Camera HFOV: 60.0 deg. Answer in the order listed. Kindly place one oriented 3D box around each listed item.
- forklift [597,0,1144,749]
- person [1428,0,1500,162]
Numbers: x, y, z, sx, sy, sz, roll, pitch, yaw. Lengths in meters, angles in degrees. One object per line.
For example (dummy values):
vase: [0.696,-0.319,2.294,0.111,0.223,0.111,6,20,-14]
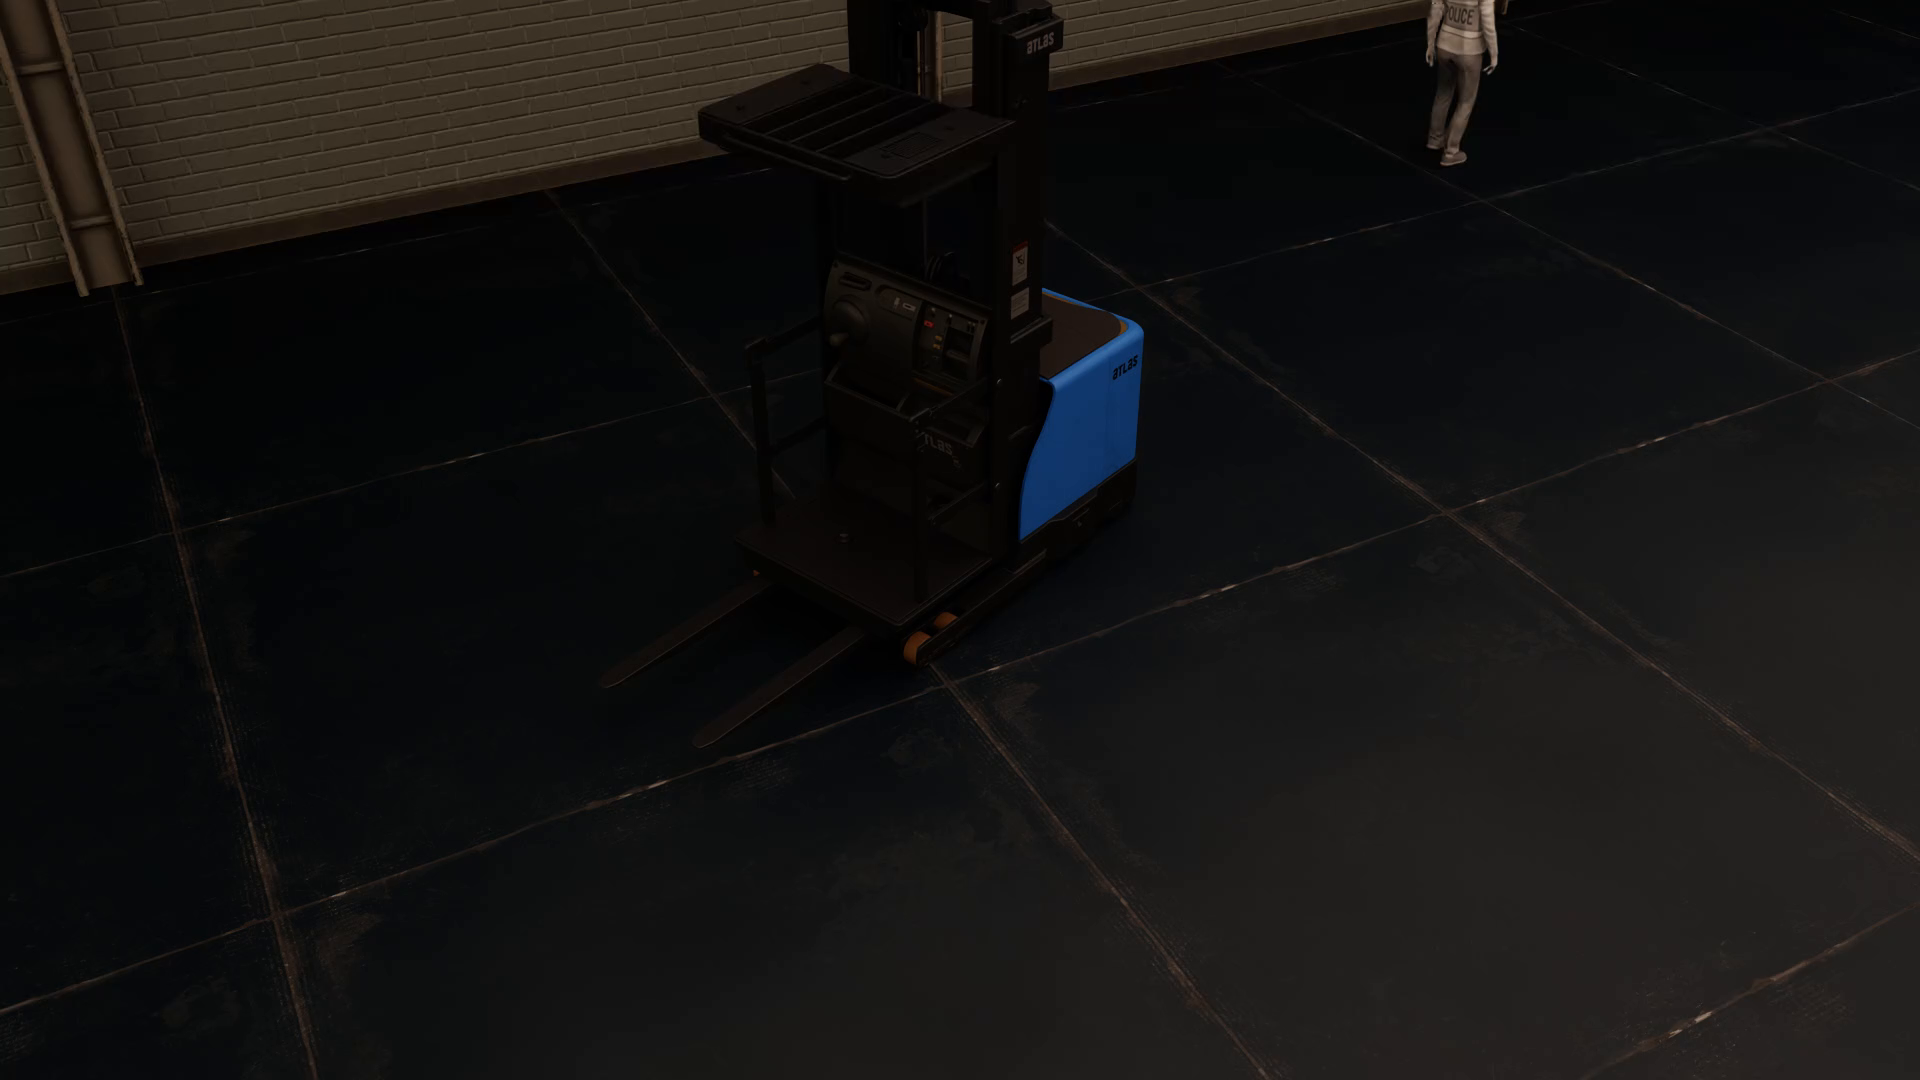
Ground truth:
forklift: [-0.390,-0.927,7.434,1.130,2.935,3.031,26,43,31]
person: [3.771,-3.666,12.370,0.532,1.697,0.583,-28,44,-34]
